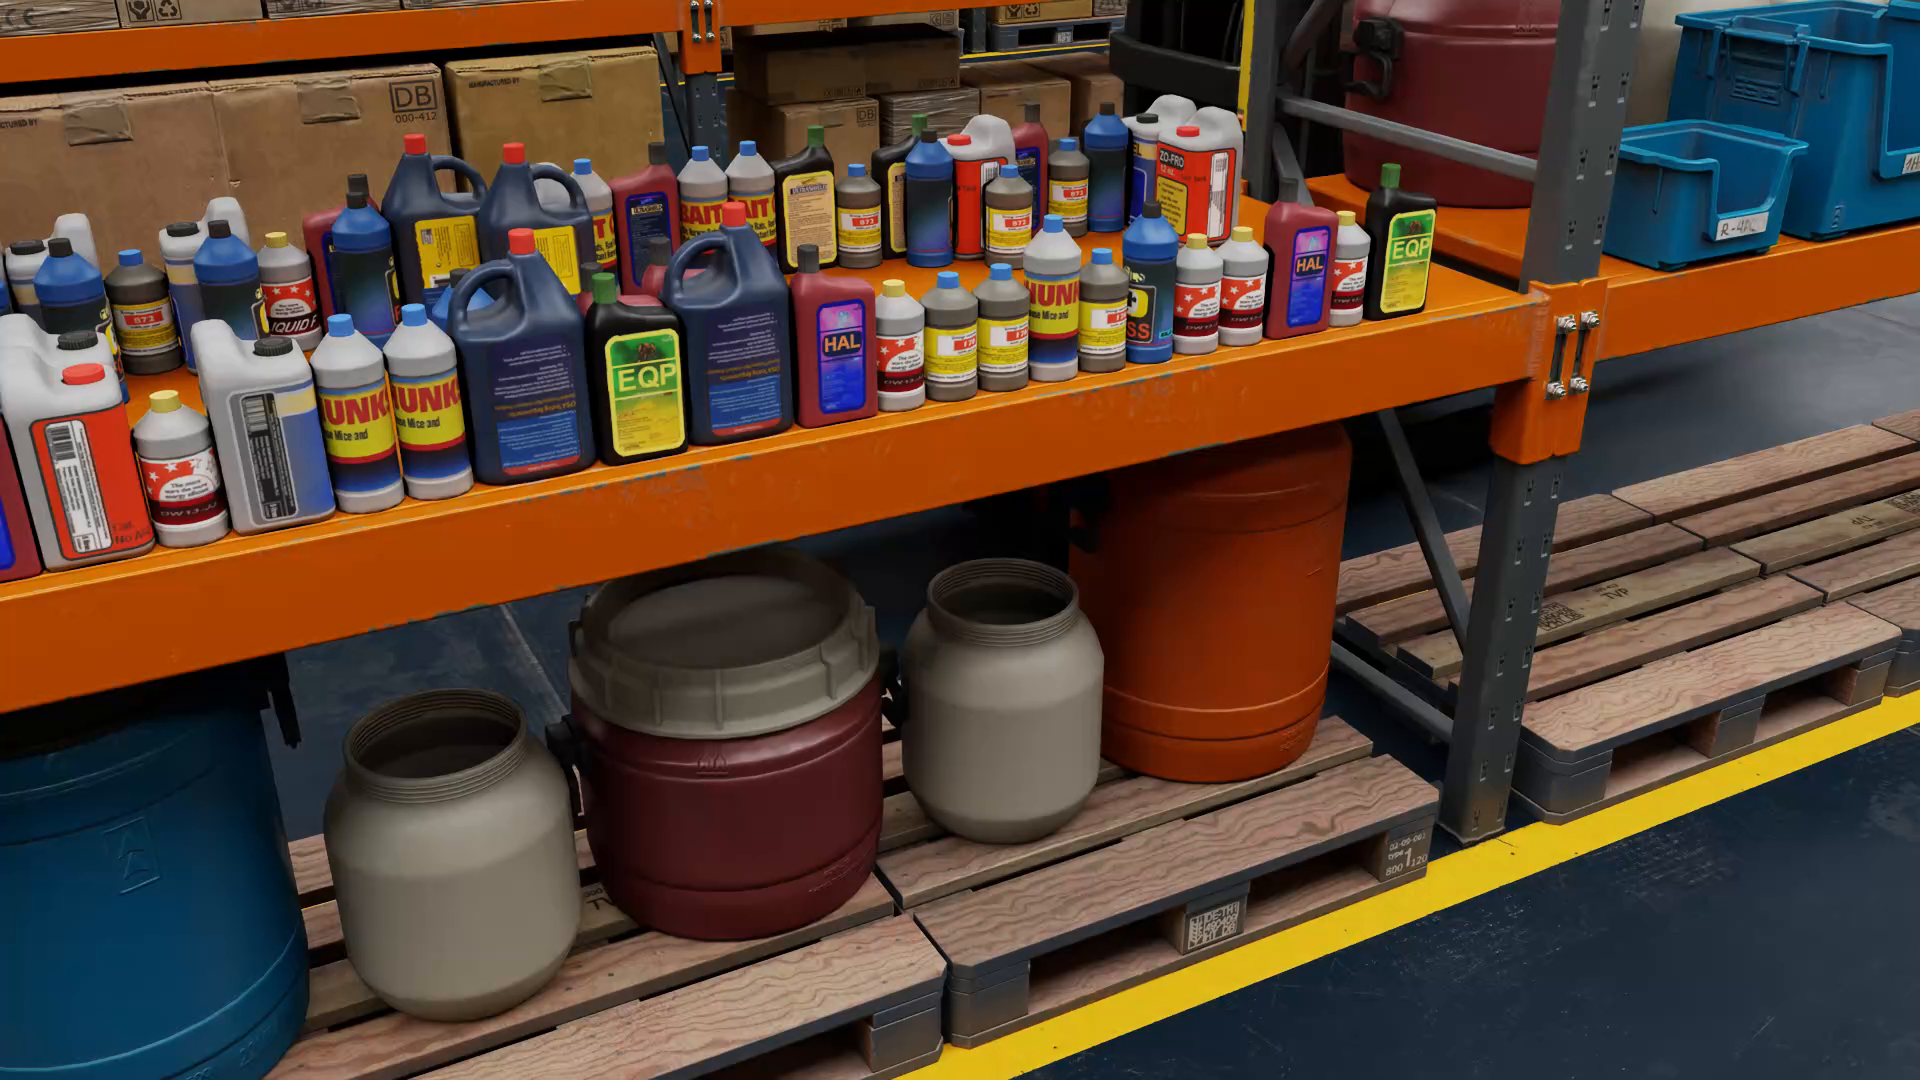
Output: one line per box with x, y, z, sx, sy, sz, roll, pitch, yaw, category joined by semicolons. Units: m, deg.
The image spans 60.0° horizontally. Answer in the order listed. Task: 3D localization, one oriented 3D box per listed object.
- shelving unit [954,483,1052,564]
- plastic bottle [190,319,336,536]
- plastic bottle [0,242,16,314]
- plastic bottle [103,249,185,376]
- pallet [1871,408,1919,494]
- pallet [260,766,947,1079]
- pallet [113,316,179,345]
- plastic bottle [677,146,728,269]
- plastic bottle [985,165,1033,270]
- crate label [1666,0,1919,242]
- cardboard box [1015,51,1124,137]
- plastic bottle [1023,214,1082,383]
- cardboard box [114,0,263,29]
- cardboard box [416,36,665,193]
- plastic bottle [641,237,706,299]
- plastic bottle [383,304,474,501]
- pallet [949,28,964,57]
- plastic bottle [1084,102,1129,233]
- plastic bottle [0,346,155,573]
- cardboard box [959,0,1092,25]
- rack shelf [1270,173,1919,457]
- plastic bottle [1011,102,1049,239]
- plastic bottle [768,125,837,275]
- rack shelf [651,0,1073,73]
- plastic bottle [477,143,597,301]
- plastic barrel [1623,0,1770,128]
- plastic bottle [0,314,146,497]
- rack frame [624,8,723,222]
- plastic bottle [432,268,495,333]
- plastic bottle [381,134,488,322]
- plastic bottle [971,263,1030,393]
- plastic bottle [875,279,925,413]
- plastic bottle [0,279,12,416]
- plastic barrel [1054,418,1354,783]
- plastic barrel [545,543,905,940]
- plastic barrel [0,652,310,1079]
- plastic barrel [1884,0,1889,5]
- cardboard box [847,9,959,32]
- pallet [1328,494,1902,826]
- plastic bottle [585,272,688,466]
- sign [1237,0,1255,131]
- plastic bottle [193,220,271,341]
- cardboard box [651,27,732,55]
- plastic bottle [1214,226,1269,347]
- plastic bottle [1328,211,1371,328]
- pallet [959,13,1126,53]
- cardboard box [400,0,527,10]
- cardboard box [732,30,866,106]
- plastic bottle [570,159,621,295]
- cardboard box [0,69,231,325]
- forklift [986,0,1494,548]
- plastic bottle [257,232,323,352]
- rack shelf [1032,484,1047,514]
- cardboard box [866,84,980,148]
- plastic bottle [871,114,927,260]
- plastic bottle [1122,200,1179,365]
-0.299;-0.405;4.794;1.048;1.125;0.538;-15;30;-29;shelving unit
-0.954;-0.167;2.276;0.135;0.276;0.152;-13;29;-25;plastic bottle
-1.600;-0.364;2.685;0.135;0.276;0.152;-13;29;-25;plastic bottle
-1.392;-0.391;2.829;0.097;0.201;0.097;0;26;0;plastic bottle
3.821;-0.236;5.498;1.213;0.211;1.003;-13;29;-25;pallet
-0.785;0.827;3.284;1.213;0.211;1.003;-13;29;-25;pallet
-3.170;-1.109;7.317;1.213;0.211;1.003;-13;29;-25;pallet
-0.498;-0.629;3.244;0.097;0.271;0.097;0;26;0;plastic bottle
0.099;-0.661;3.391;0.097;0.201;0.097;0;26;0;plastic bottle
1.970;-0.968;3.760;0.616;0.435;0.502;-13;29;-25;crate label
0.690;-2.310;8.976;0.500;0.500;0.700;-16;30;-29;cardboard box
0.153;-0.407;2.781;0.097;0.271;0.097;0;26;0;plastic bottle
-3.032;-2.285;6.429;0.500;0.500;0.500;-12;28;-24;cardboard box
-1.983;-1.844;7.594;0.875;0.875;1.225;-14;29;-27;cardboard box
-0.429;-0.340;2.628;0.133;0.283;0.061;-13;29;-25;plastic bottle
-0.752;-0.198;2.346;0.097;0.271;0.097;0;26;0;plastic bottle
-0.725;-4.031;13.403;1.213;0.211;1.003;-13;29;-25;pallet
0.317;-0.818;3.636;0.097;0.271;0.097;0;26;0;plastic bottle
-1.158;-0.120;2.178;0.135;0.276;0.152;-13;29;-25;plastic bottle
0.508;-4.807;13.767;0.875;0.875;0.875;-13;28;-24;cardboard box
2.731;-0.936;4.566;4.000;0.370;1.077;-13;29;-25;rack shelf
0.121;-0.787;3.557;0.133;0.283;0.061;-13;29;-25;plastic bottle
-0.319;-0.685;3.346;0.133;0.283;0.061;-13;29;-25;plastic bottle
0.401;-2.828;8.506;4.000;0.370;1.077;-13;29;-25;rack shelf
-0.744;-0.522;2.929;0.185;0.351;0.144;-13;29;-25;plastic bottle
1.774;-1.195;4.144;0.421;0.512;0.421;0;26;0;plastic barrel
-1.230;-0.178;2.299;0.135;0.276;0.152;-13;29;-25;plastic bottle
-1.364;-2.745;7.502;0.127;3.000;1.000;-13;29;-25;rack frame
-0.734;-0.273;2.502;0.097;0.271;0.097;0;26;0;plastic bottle
-0.934;-0.553;2.993;0.185;0.351;0.144;-13;29;-25;plastic bottle
0.067;-0.356;2.755;0.097;0.201;0.097;0;26;0;plastic bottle
-0.105;-0.316;2.672;0.097;0.201;0.097;0;26;0;plastic bottle
-1.525;-0.318;2.595;0.097;0.271;0.097;0;26;0;plastic bottle
0.543;0.042;3.720;0.708;0.830;0.600;-13;29;-25;plastic barrel
-0.454;0.381;3.293;0.708;0.588;0.600;-13;29;-25;plastic barrel
-1.450;0.469;2.746;0.708;0.901;0.600;-13;29;-25;plastic barrel
2.519;-1.381;4.503;0.433;0.535;0.433;0;26;0;plastic barrel
-0.585;-4.489;13.248;0.750;0.750;1.050;-13;29;-25;cardboard box
1.668;0.261;4.463;1.213;0.211;1.003;-13;29;-25;pallet
-0.479;-0.258;2.456;0.133;0.283;0.061;-13;29;-25;plastic bottle
0.701;-1.136;3.961;0.005;0.325;0.100;-13;29;-25;sign
-1.201;-0.392;2.750;0.097;0.271;0.097;0;26;0;plastic bottle
-2.259;-4.104;12.446;0.750;0.750;1.050;-13;28;-24;cardboard box
0.496;-0.455;2.962;0.097;0.201;0.097;0;26;0;plastic bottle
0.700;-0.502;3.059;0.097;0.201;0.097;0;26;0;plastic bottle
0.628;-4.342;14.050;1.213;0.211;1.003;-13;29;-25;pallet
-2.126;-2.496;6.867;0.500;0.500;0.500;-13;29;-26;cardboard box
-0.787;-2.302;8.093;0.500;0.250;0.500;-12;28;-23;cardboard box
-0.702;-0.582;3.146;0.097;0.271;0.097;0;26;0;plastic bottle
-3.550;-1.482;6.841;0.875;0.875;1.225;-14;29;-27;cardboard box
1.362;-1.745;5.498;3.031;2.935;1.130;-15;30;-29;forklift
-1.187;-0.439;2.928;0.097;0.201;0.097;0;26;0;plastic bottle
-0.299;-0.185;4.900;1.000;0.278;0.538;-15;30;-29;rack shelf
-0.299;-2.078;8.493;0.500;0.500;0.700;-16;30;-29;cardboard box
-0.115;-0.732;3.444;0.133;0.283;0.061;-13;29;-25;plastic bottle
0.325;-0.447;2.864;0.097;0.271;0.097;0;26;0;plastic bottle
